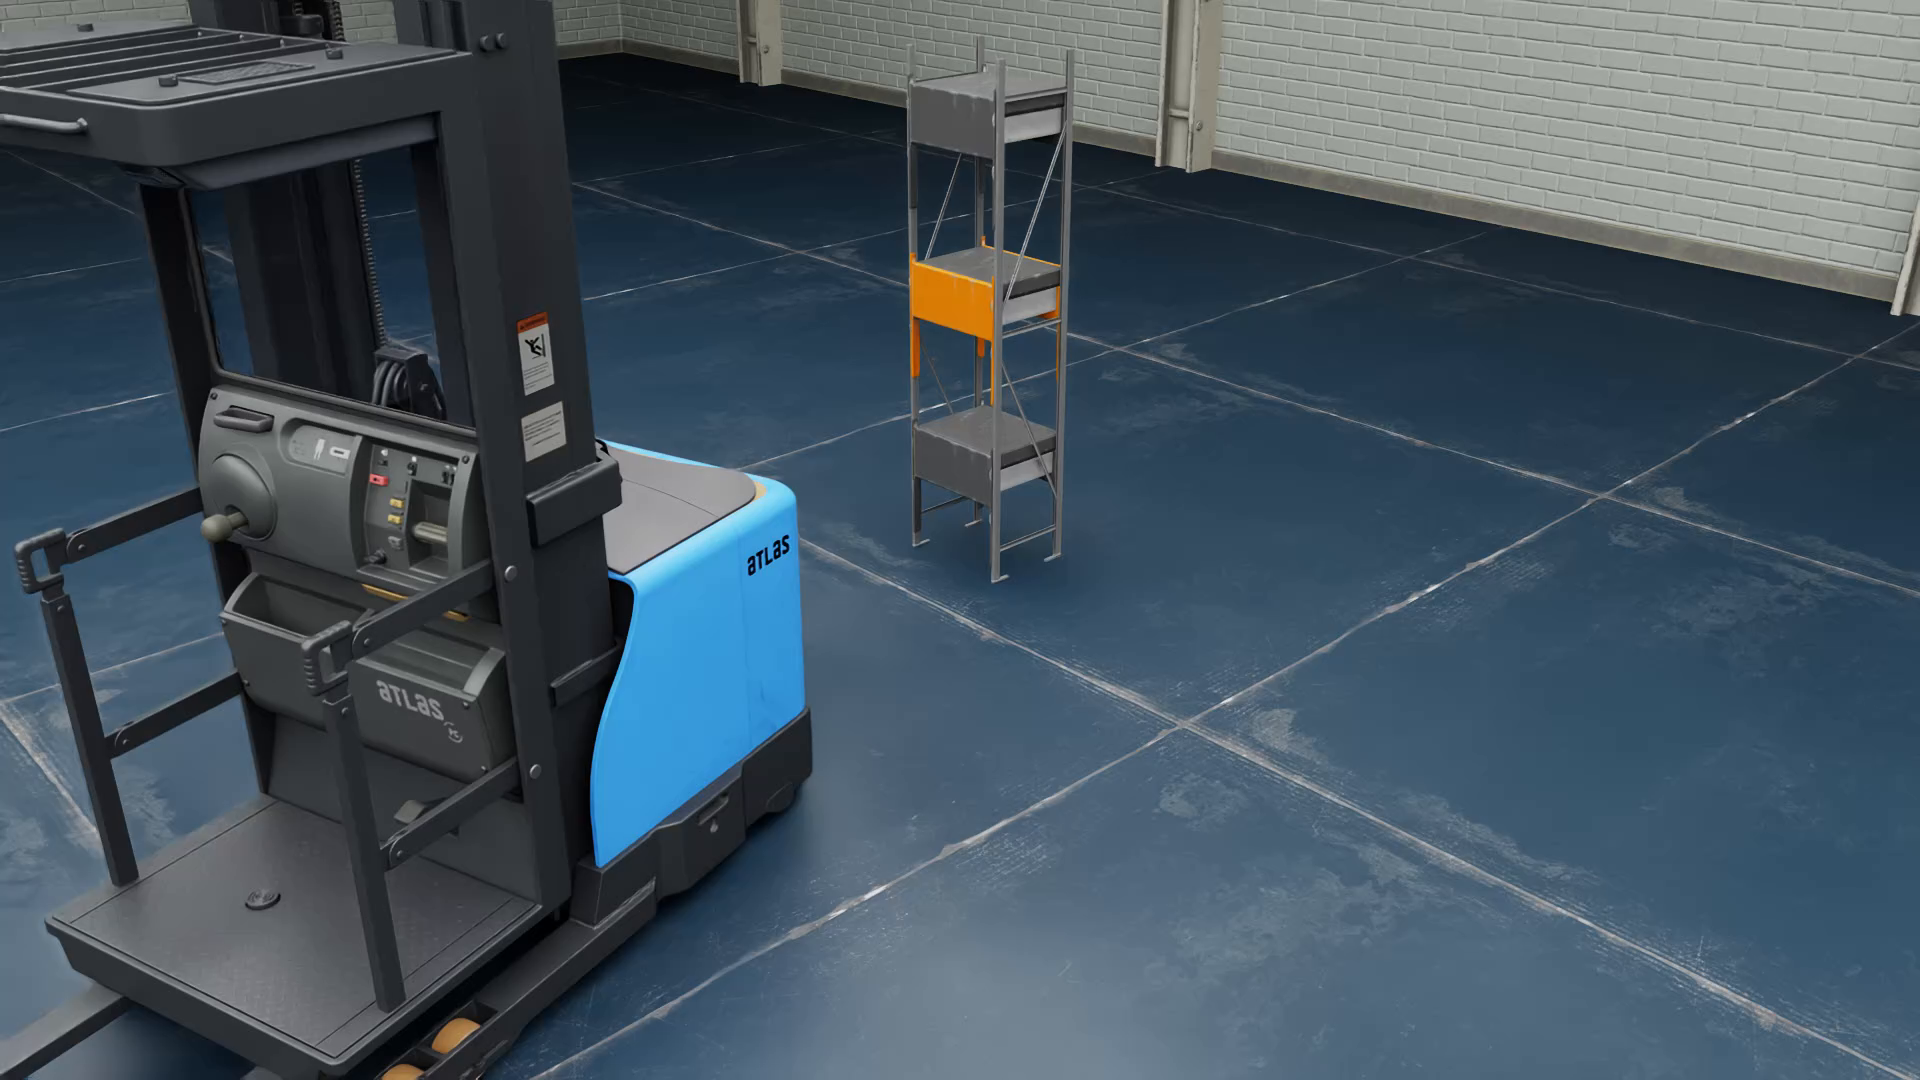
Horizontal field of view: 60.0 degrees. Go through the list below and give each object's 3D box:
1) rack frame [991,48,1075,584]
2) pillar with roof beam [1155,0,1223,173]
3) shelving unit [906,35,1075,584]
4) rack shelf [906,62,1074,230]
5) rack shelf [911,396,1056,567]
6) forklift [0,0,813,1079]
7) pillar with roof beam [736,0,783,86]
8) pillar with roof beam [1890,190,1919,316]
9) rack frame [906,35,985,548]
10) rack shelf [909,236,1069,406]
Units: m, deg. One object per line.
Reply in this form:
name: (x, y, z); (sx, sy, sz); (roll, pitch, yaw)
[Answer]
rack frame: (0.280, -0.831, 6.542); (0.400, 2.100, 0.015); (-21, 32, -38)
pillar with roof beam: (-1.220, -6.080, 9.734); (9.100, 9.000, 0.400); (-21, 32, -38)
shelving unit: (0.113, -0.905, 6.704); (0.431, 2.100, 0.503); (-21, 32, -38)
rack shelf: (0.113, -1.530, 6.419); (0.431, 0.518, 0.480); (-21, 32, -38)
rack shelf: (0.113, -0.256, 7.000); (0.431, 0.518, 0.480); (-21, 32, -38)
forklift: (-1.650, -0.097, 3.931); (1.130, 2.935, 3.031); (13, 28, 27)
pillar with roof beam: (-5.321, -7.897, 13.719); (9.100, 9.000, 0.400); (-21, 32, -38)
pillar with roof beam: (2.881, -4.262, 5.750); (9.100, 9.000, 0.400); (-21, 32, -38)
rack frame: (-0.054, -0.979, 6.866); (0.400, 2.100, 0.015); (-21, 32, -38)
rack shelf: (0.113, -0.893, 6.710); (0.431, 0.518, 0.480); (-21, 32, -38)
